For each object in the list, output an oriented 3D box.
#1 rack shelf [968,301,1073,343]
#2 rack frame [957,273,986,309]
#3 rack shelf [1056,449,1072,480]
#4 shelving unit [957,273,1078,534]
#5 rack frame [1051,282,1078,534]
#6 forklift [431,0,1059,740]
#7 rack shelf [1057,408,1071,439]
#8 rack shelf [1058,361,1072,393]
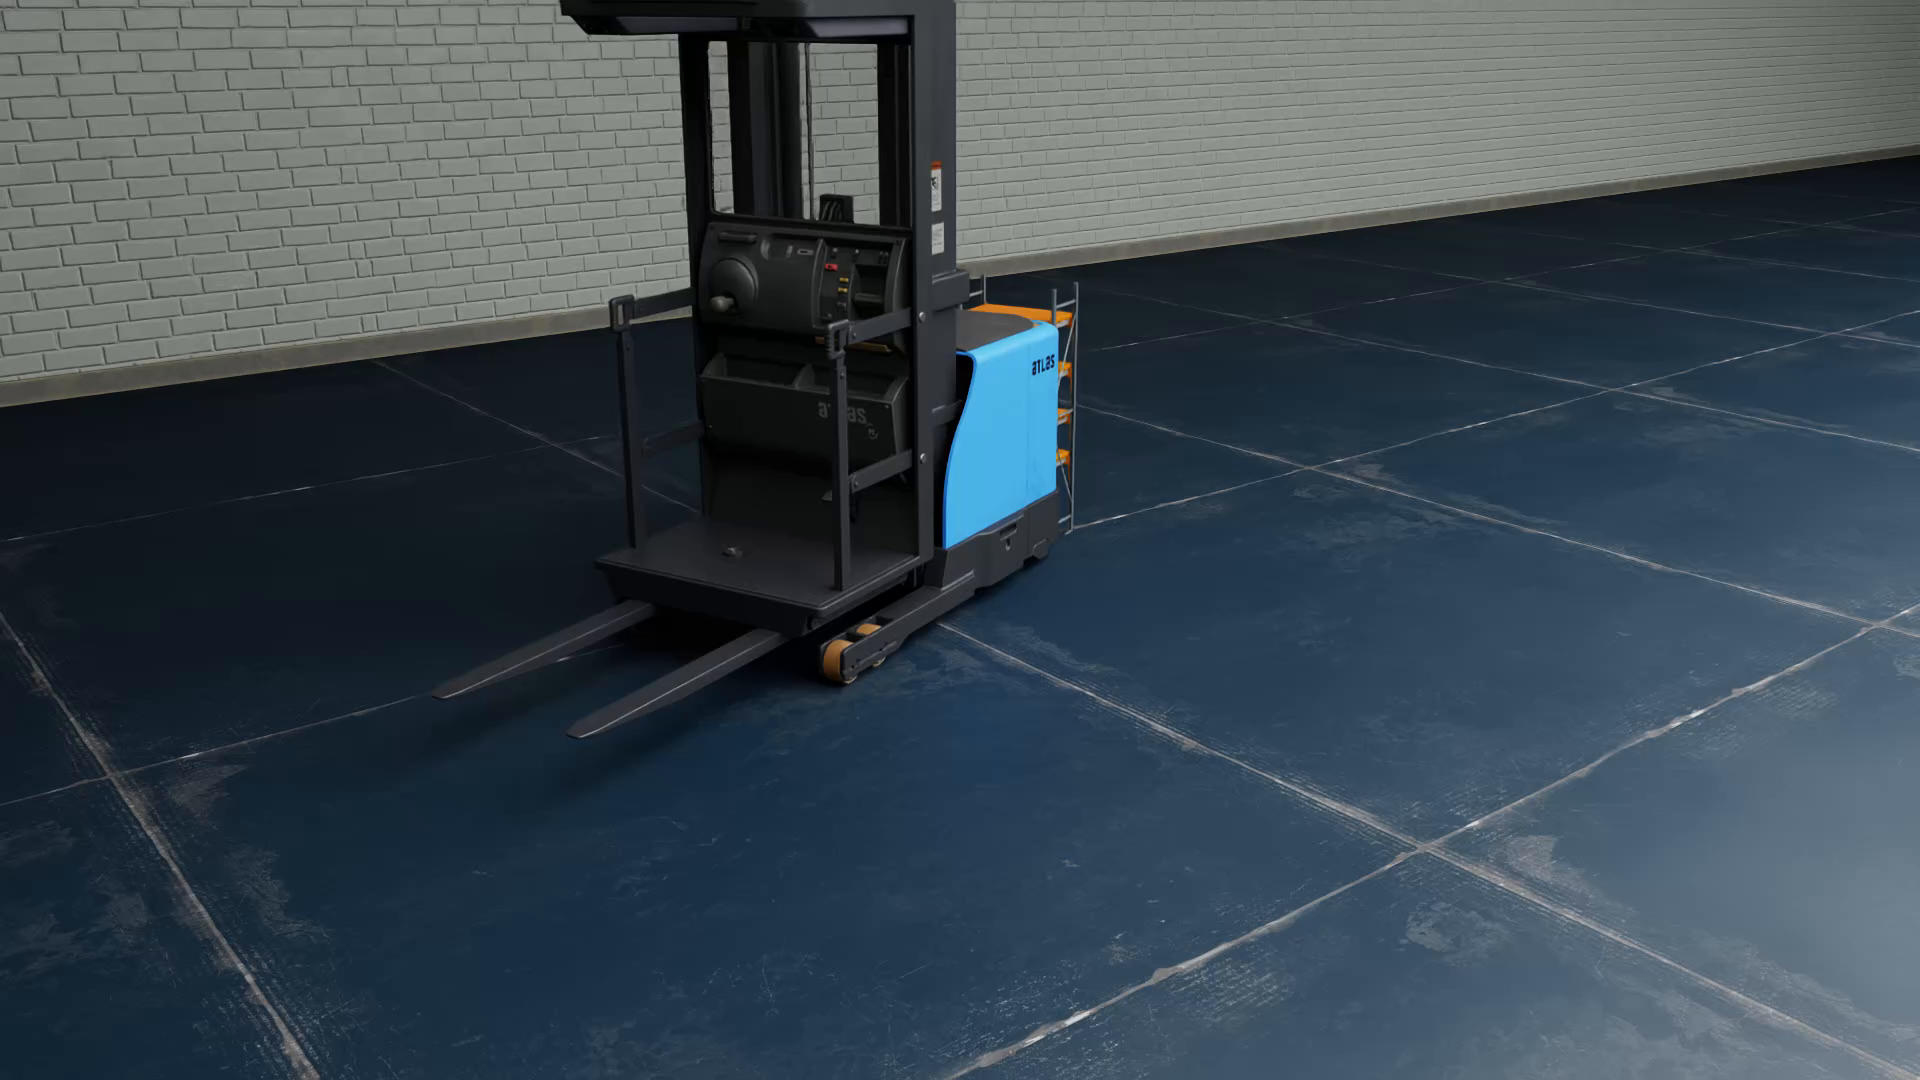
[{"bbox_3d":[0.265,-0.992,7.697,0.480,0.148,0.258,10,21,29],"label":"rack shelf"},{"bbox_3d":[0.054,-0.657,7.937,0.015,1.200,0.240,10,21,29],"label":"rack frame"},{"bbox_3d":[0.264,-0.366,7.903,0.480,0.148,0.258,10,21,29],"label":"rack shelf"},{"bbox_3d":[0.264,-0.618,7.820,0.503,1.200,0.258,10,21,29],"label":"shelving unit"},{"bbox_3d":[0.475,-0.579,7.703,0.015,1.200,0.240,10,21,29],"label":"rack frame"},{"bbox_3d":[-0.727,-1.016,6.269,1.130,2.935,3.031,10,21,29],"label":"forklift"},{"bbox_3d":[0.264,-0.554,7.841,0.480,0.148,0.258,10,21,29],"label":"rack shelf"},{"bbox_3d":[0.264,-0.767,7.771,0.480,0.148,0.258,10,21,29],"label":"rack shelf"}]
